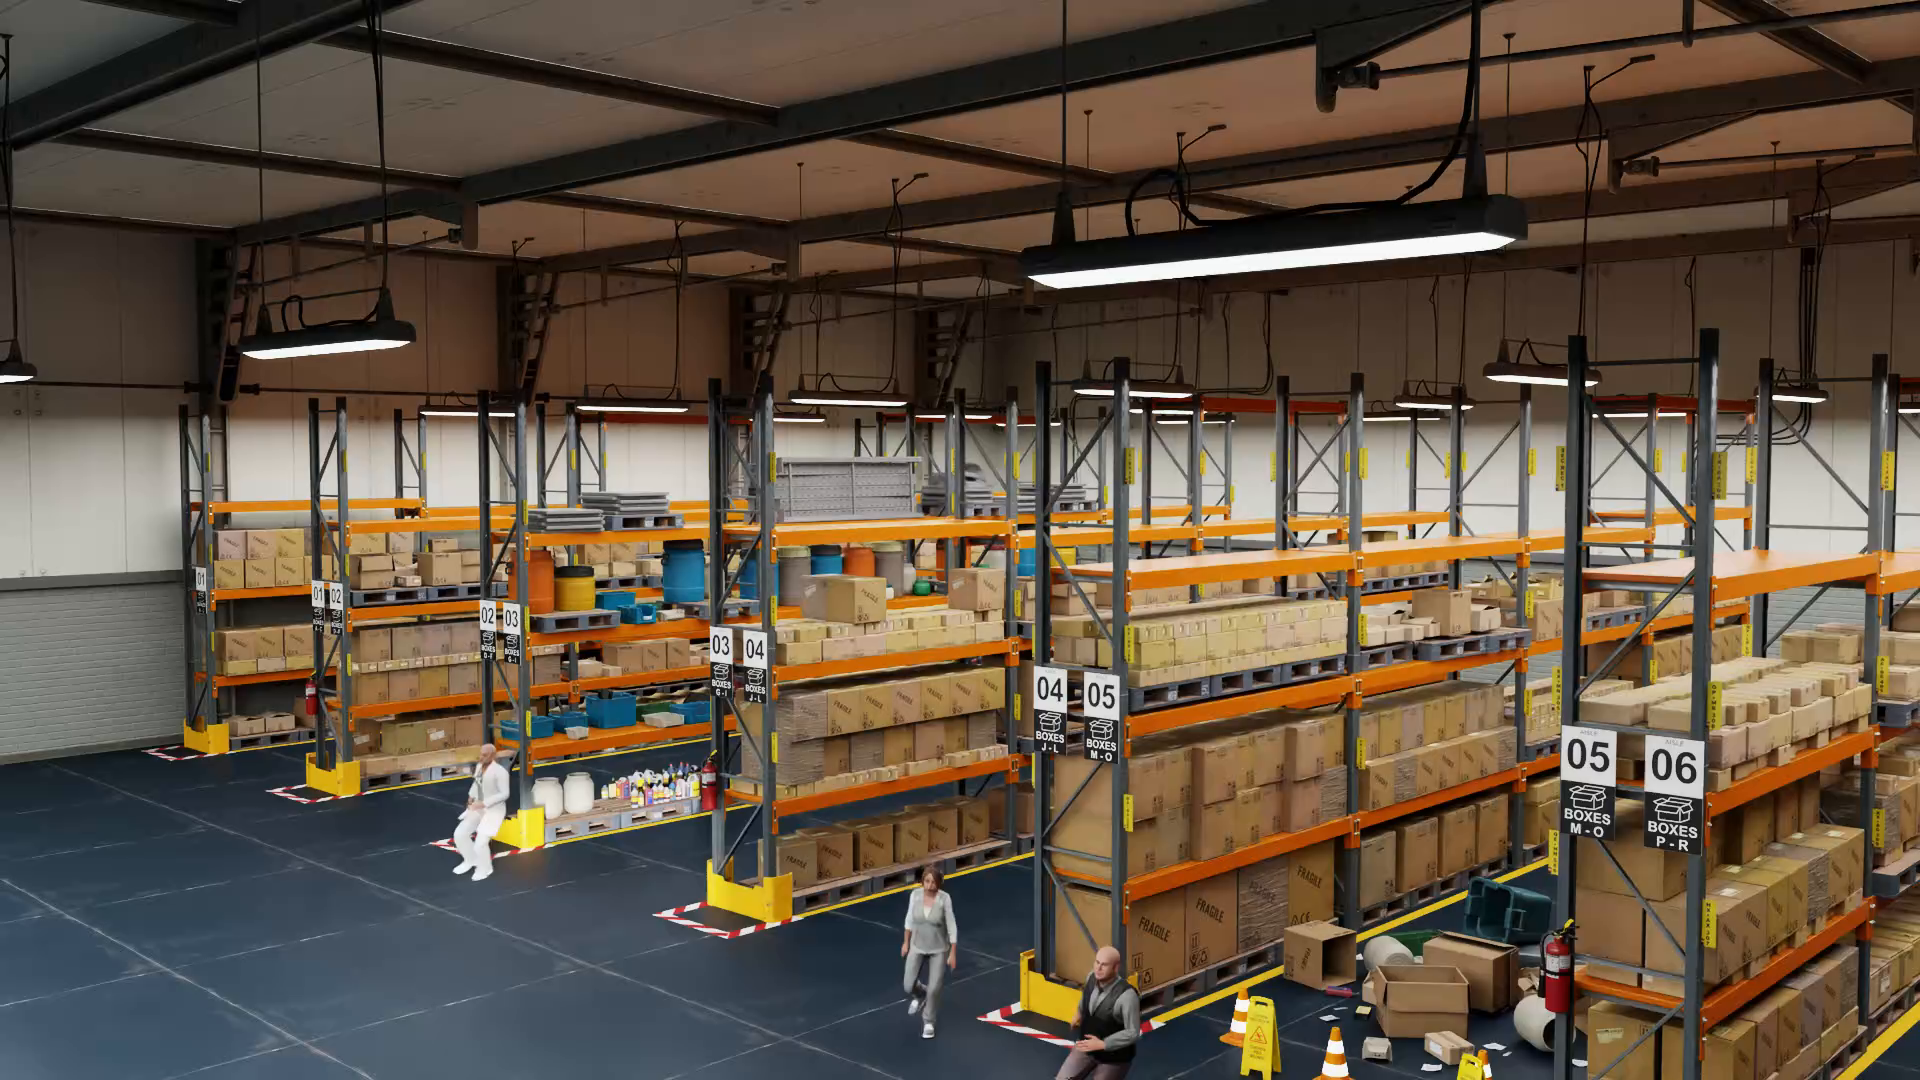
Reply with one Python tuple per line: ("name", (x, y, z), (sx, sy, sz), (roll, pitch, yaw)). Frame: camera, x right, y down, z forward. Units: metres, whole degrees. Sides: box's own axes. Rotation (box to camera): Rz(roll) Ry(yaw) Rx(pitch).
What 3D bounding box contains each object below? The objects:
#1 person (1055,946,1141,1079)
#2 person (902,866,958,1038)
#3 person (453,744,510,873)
("person", (0.984, 3.726, 12.049), (0.812, 1.632, 0.695), (2, 4, 37))
("person", (-0.256, 3.615, 14.737), (0.537, 1.536, 0.599), (0, 3, 9))
("person", (-5.769, 3.253, 20.009), (0.881, 1.621, 0.718), (1, 3, 24))
